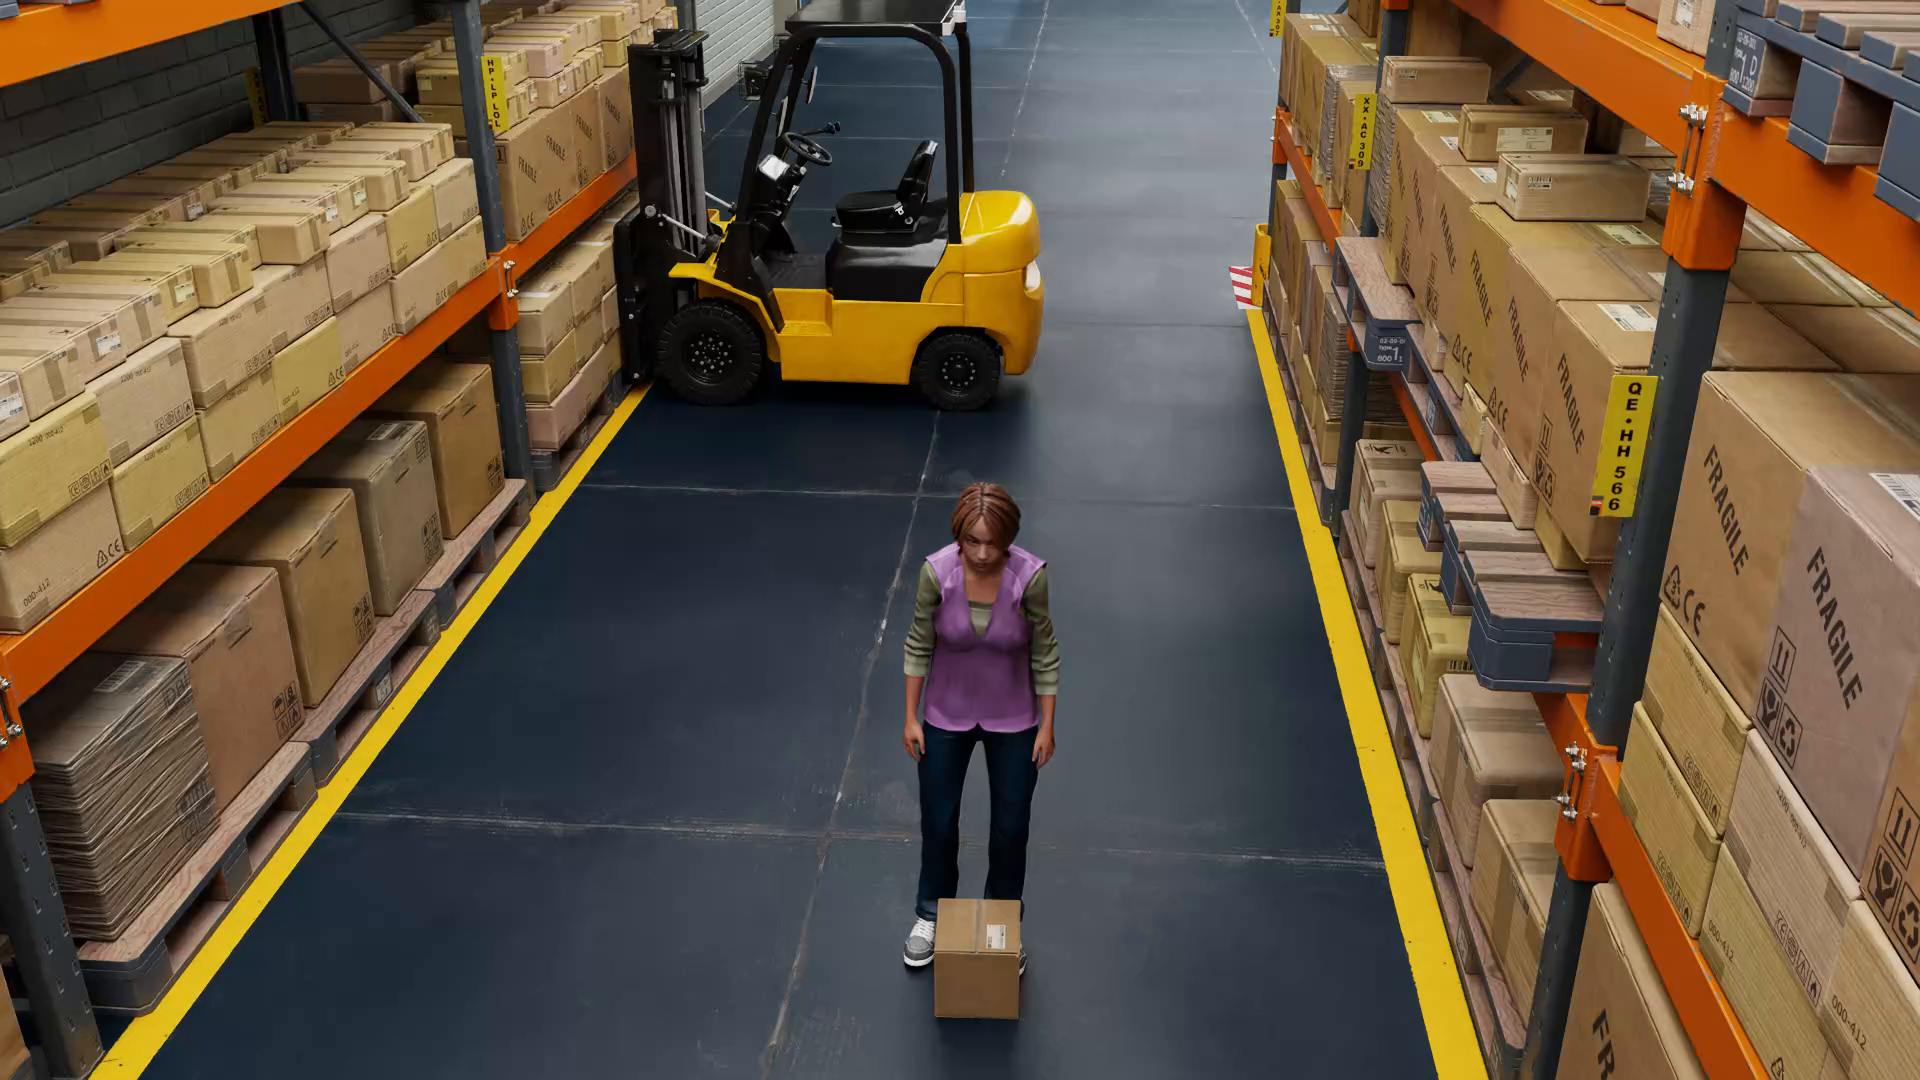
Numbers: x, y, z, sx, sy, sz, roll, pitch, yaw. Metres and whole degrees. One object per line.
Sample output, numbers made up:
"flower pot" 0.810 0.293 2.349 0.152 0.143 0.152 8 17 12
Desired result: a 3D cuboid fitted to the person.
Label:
"person" 0.061 0.554 4.925 0.461 1.593 0.365 2 25 4
